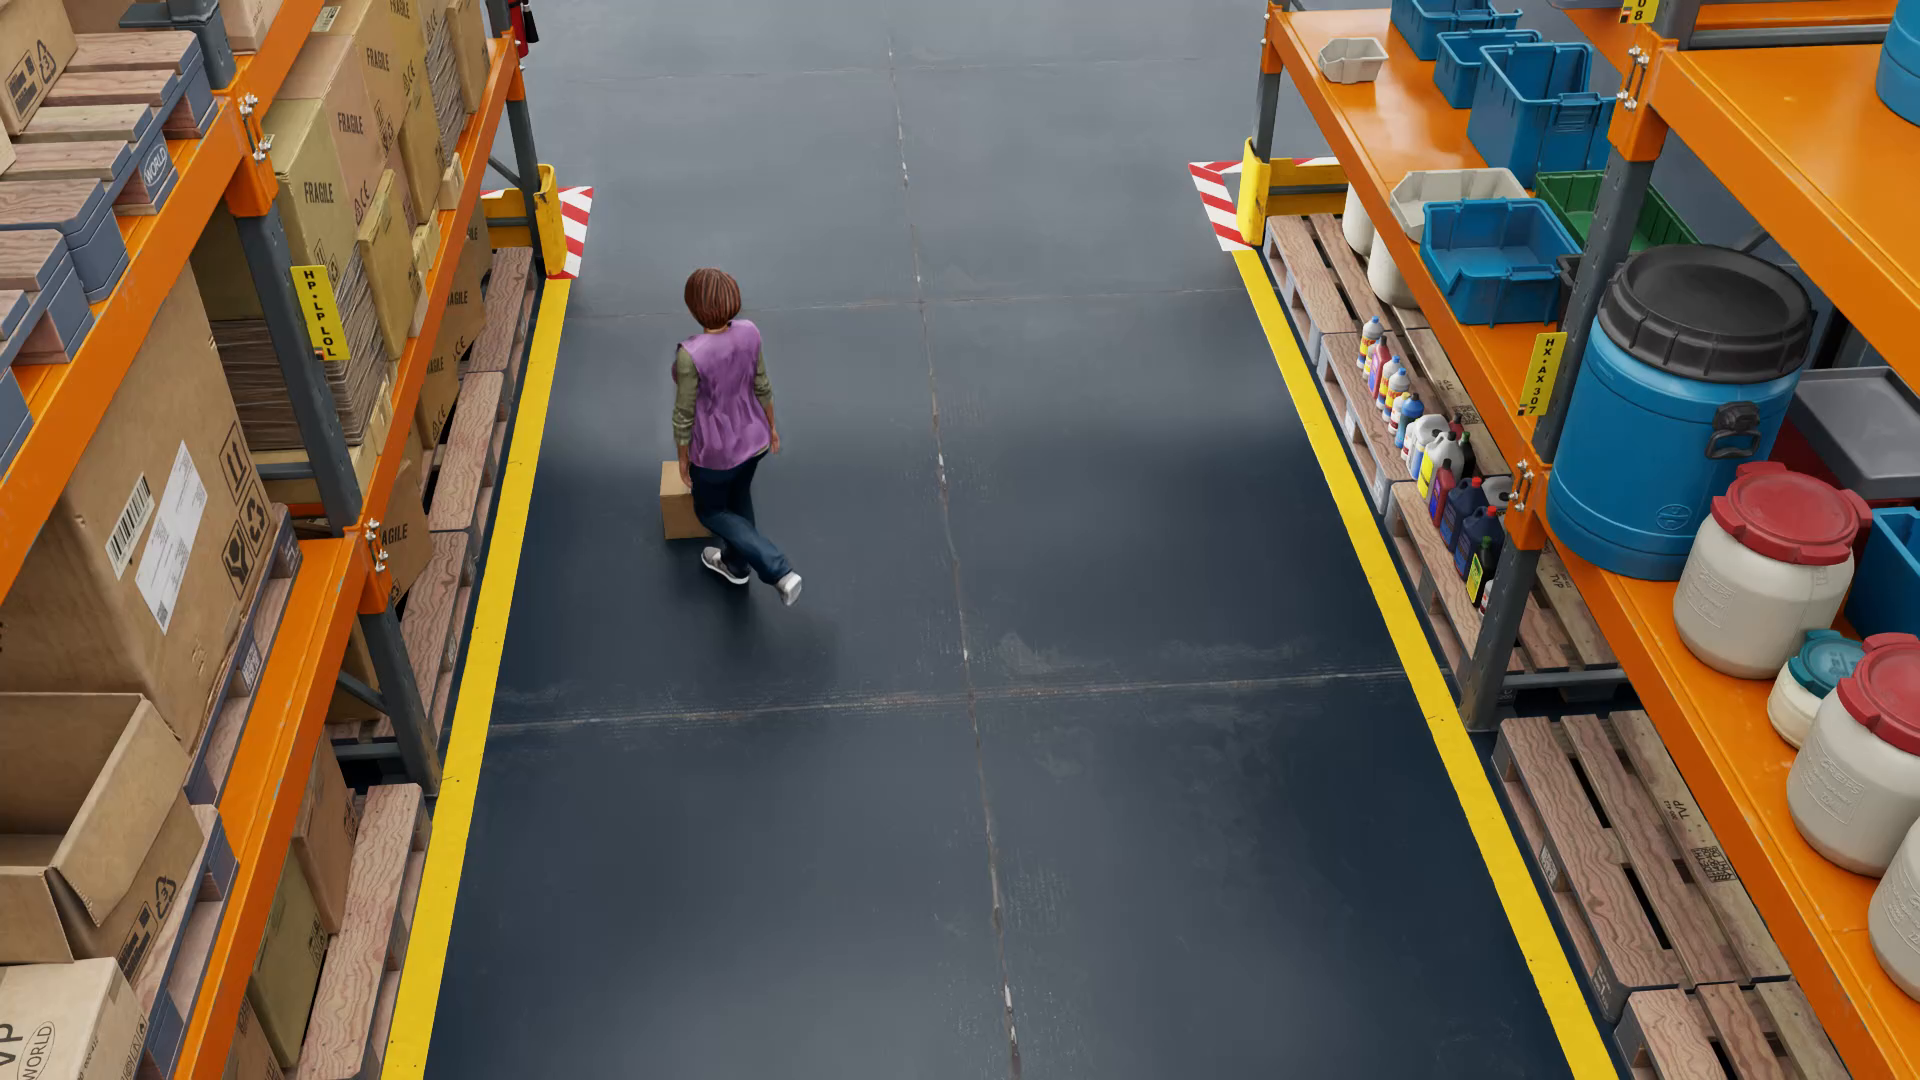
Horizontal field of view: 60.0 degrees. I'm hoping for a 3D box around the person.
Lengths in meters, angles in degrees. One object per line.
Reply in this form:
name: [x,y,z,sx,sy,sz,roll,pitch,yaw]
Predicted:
person: [-0.900,-0.368,6.593,0.681,1.576,0.469,31,49,32]
